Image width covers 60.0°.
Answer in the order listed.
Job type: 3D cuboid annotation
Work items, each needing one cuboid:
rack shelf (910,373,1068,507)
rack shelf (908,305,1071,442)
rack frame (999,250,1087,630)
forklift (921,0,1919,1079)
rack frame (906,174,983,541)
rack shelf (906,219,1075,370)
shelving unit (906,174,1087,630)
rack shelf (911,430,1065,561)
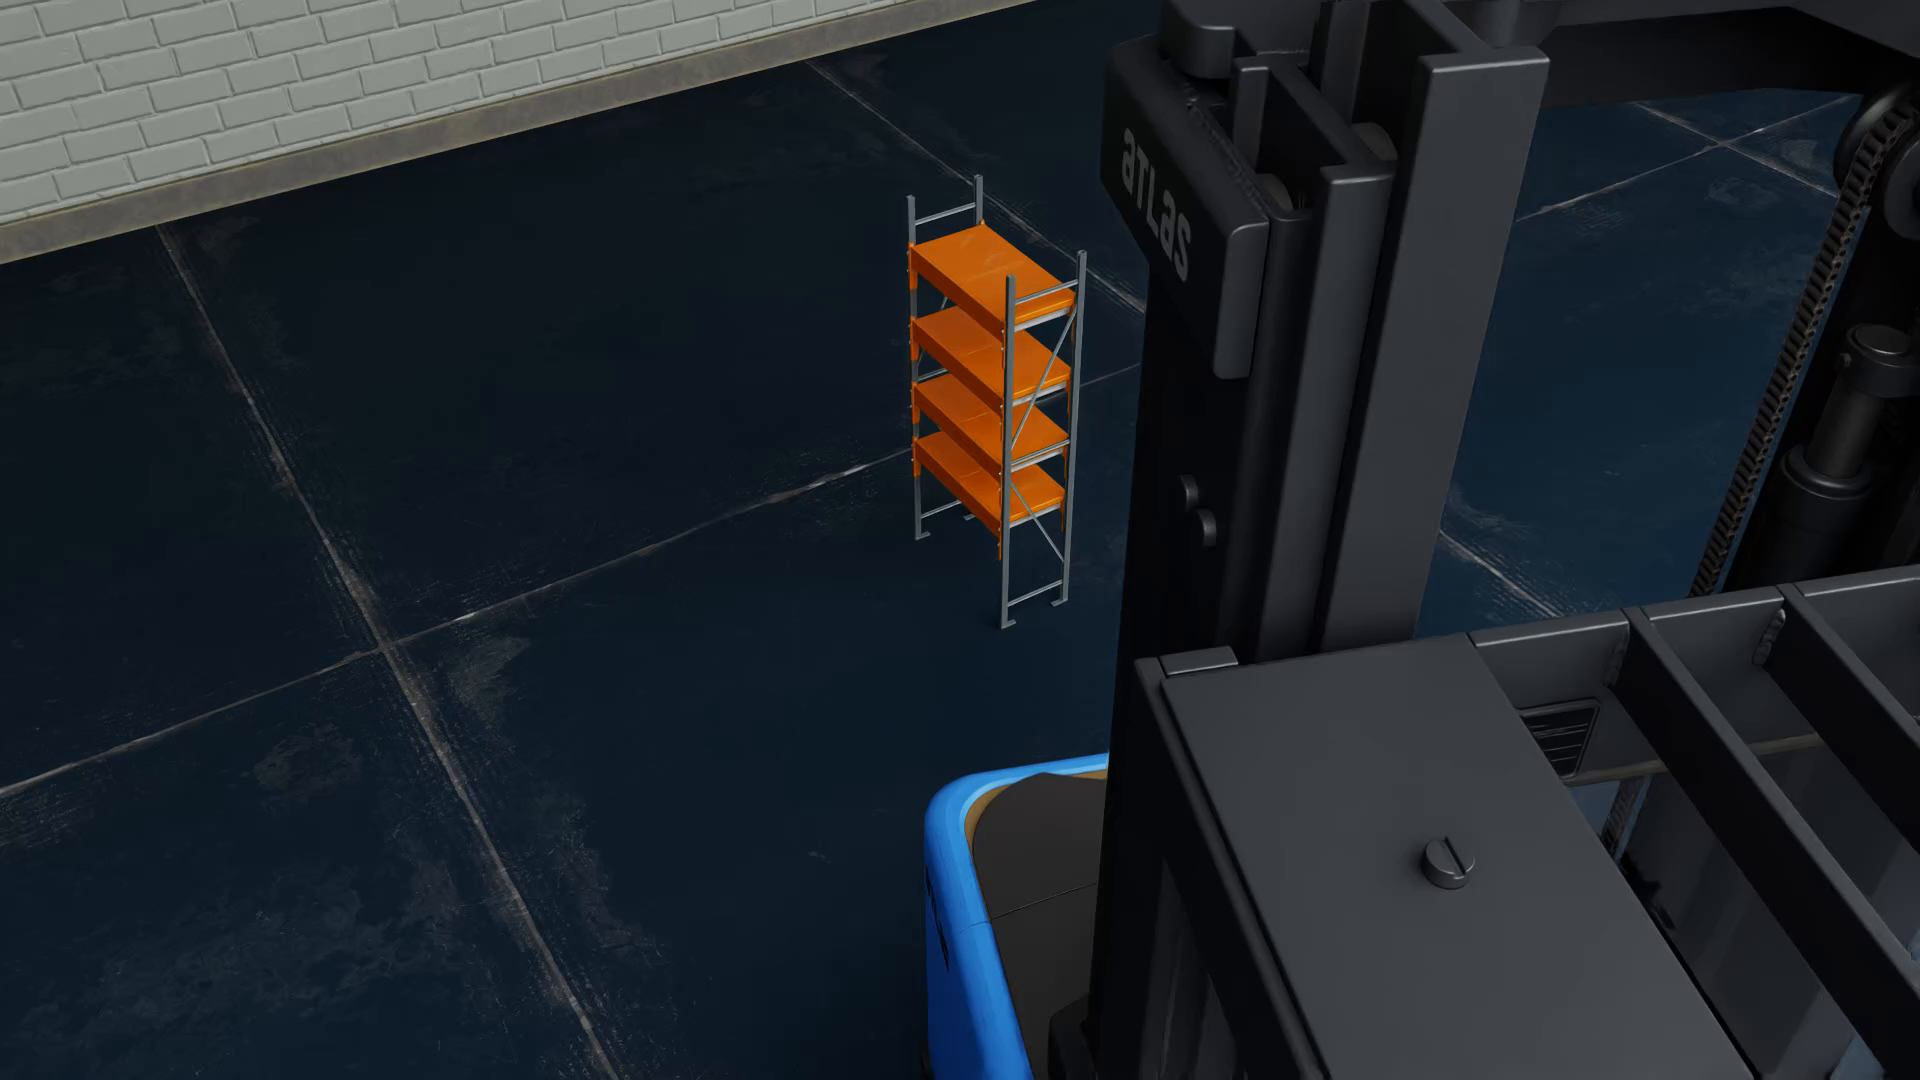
[{"bbox_3d":[0.089,-0.320,4.802,0.258,0.148,0.480,-22,45,-24],"label":"rack shelf"},{"bbox_3d":[0.089,-0.492,4.659,0.258,0.148,0.480,-22,45,-24],"label":"rack shelf"},{"bbox_3d":[0.220,-0.240,4.601,0.240,1.200,0.015,-22,45,-24],"label":"rack frame"},{"bbox_3d":[0.723,0.999,1.762,1.130,2.935,3.031,-8,40,-9],"label":"forklift"},{"bbox_3d":[-0.042,-0.503,4.917,0.240,1.200,0.015,-22,45,-24],"label":"rack frame"},{"bbox_3d":[0.089,-0.673,4.507,0.258,0.148,0.480,-22,45,-24],"label":"rack shelf"},{"bbox_3d":[0.089,-0.372,4.759,0.258,1.200,0.503,-22,45,-24],"label":"shelving unit"},{"bbox_3d":[0.089,-0.167,4.929,0.258,0.148,0.480,-22,45,-24],"label":"rack shelf"}]
